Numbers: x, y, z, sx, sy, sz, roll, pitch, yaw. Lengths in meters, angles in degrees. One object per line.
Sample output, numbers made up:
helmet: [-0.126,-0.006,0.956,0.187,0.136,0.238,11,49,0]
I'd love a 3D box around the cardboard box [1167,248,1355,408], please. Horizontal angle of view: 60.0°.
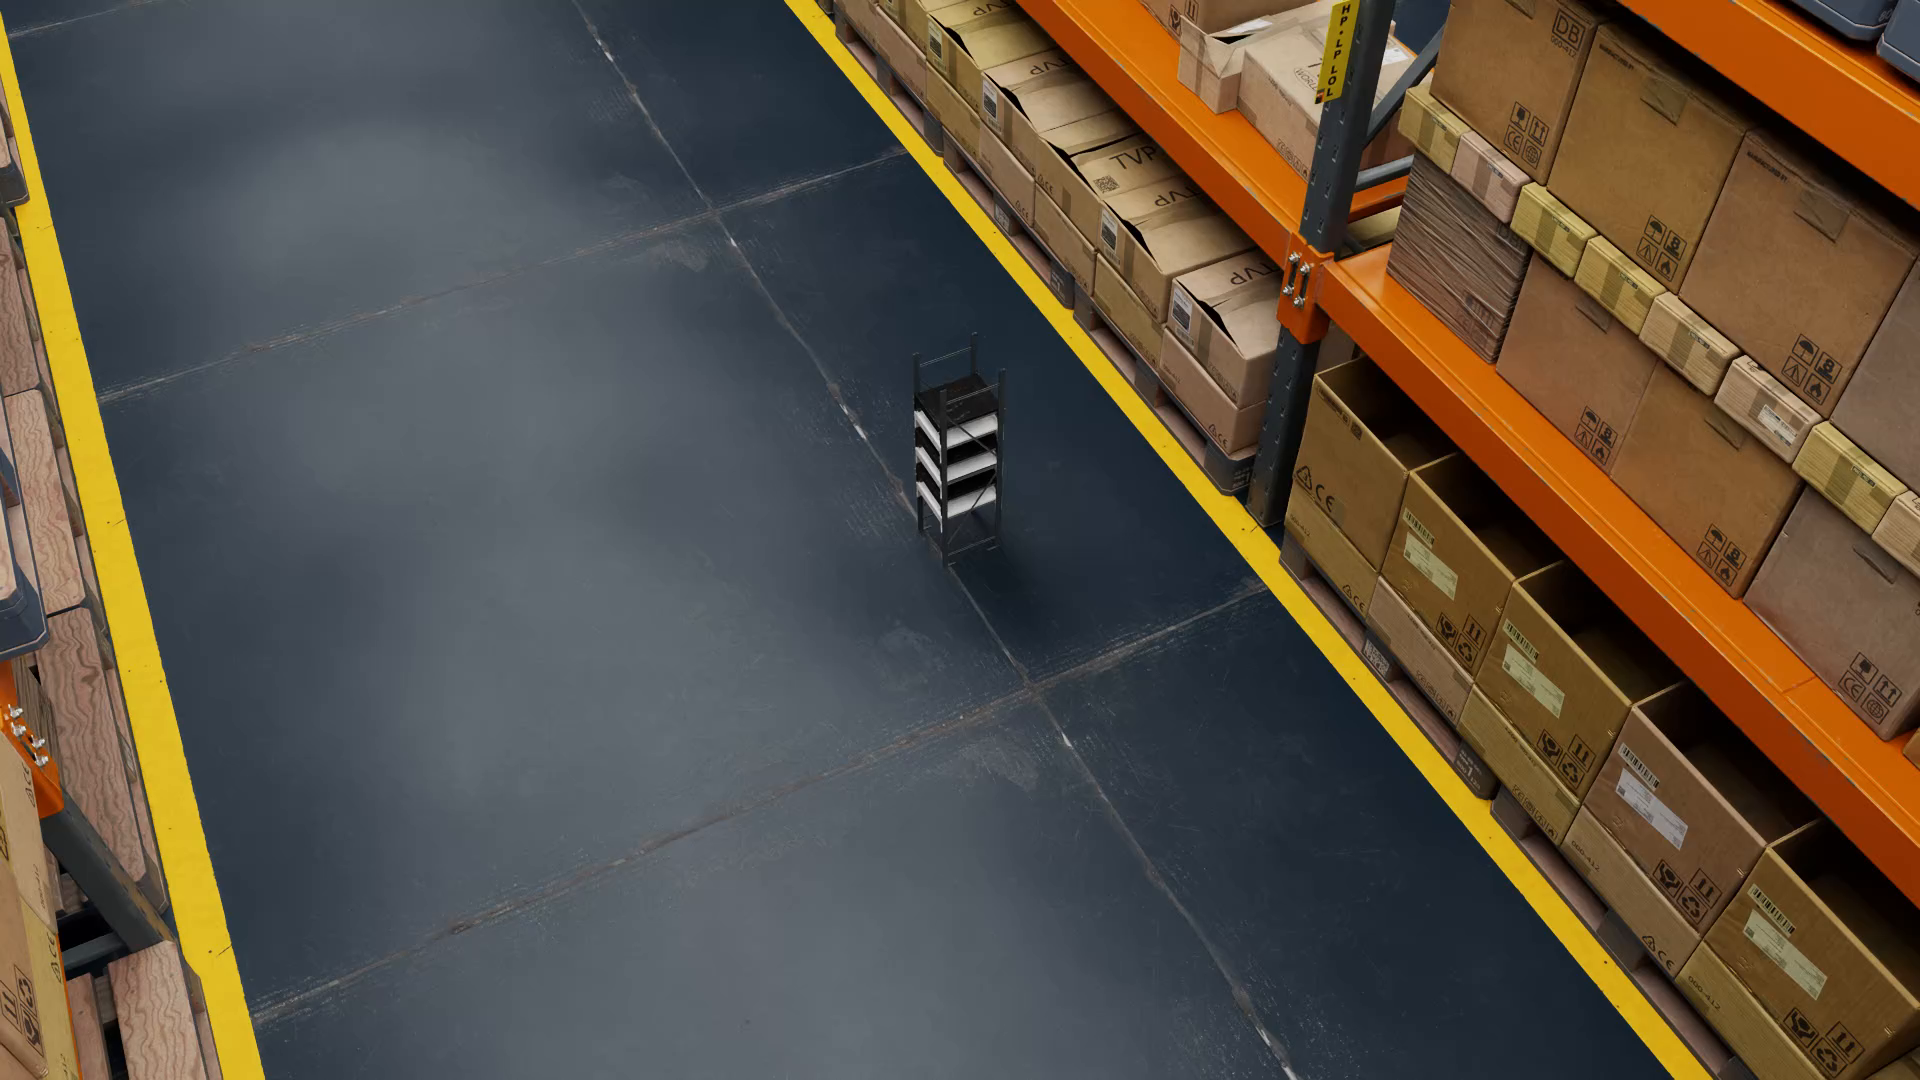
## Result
cardboard box: [1.121,-0.829,6.157,0.500,0.311,0.500,-21,52,-18]

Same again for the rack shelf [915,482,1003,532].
rack shelf: [-0.004,-0.161,6.077,0.258,0.077,0.200,-21,52,-18]

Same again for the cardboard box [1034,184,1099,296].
cardboard box: [0.649,-1.331,6.969,0.500,0.250,0.500,-20,52,-17]

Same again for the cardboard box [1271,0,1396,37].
cardboard box: [1.337,-1.819,6.015,0.380,0.149,0.250,-21,52,-18]

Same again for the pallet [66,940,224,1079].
pallet: [-2.503,1.825,4.513,1.003,0.211,1.213,-21,52,-18]

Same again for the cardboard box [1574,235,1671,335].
cardboard box: [1.867,-0.723,4.393,0.380,0.149,0.250,-22,52,-18]

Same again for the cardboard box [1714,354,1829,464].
cardboard box: [2.105,-0.377,4.090,0.380,0.149,0.250,-23,53,-19]

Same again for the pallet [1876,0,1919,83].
pallet: [2.528,-0.820,3.040,1.003,0.211,1.213,-21,52,-18]

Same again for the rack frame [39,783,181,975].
rack frame: [-2.842,0.470,3.846,1.000,3.000,0.127,-21,52,-18]

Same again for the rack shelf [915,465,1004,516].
rack shelf: [-0.004,-0.221,6.009,0.258,0.077,0.200,-21,52,-18]

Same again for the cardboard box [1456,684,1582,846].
cardboard box: [1.952,0.616,5.266,0.500,0.250,0.500,-21,52,-18]

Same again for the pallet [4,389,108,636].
pallet: [-3.762,0.050,6.066,1.003,0.211,1.213,-21,52,-18]

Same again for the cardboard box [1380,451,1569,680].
cardboard box: [1.730,0.032,5.279,0.500,0.500,0.500,-21,52,-18]

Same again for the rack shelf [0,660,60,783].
rack shelf: [-3.757,-0.632,5.288,1.077,0.370,4.000,-21,52,-18]

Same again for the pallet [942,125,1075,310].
pallet: [0.627,-1.618,7.525,1.003,0.211,1.213,-21,52,-18]

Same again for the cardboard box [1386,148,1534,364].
cardboard box: [1.769,-0.977,5.045,0.700,0.500,0.500,-22,53,-18]

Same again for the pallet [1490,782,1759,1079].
pallet: [2.450,1.044,5.197,1.003,0.211,1.213,-21,52,-18]

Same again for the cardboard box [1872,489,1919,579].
cardboard box: [2.335,-0.035,3.791,0.380,0.149,0.250,-22,52,-18]

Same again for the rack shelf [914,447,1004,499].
rack shelf: [-0.004,-0.280,5.941,0.258,0.077,0.200,-21,52,-18]

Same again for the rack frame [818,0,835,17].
rack frame: [-0.270,-3.916,7.682,1.000,3.000,0.127,-21,52,-18]

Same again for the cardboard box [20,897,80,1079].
cardboard box: [-2.135,1.062,3.415,0.500,0.250,0.500,-21,52,-17]

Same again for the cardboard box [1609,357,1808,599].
cardboard box: [2.243,-0.289,4.443,0.700,0.500,0.500,-20,52,-17]

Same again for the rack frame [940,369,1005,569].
rack frame: [0.043,-0.234,5.857,0.240,0.900,0.006,-21,52,-18]

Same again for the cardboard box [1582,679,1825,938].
cardboard box: [2.183,0.703,4.692,0.500,0.500,0.500,-21,52,-18]

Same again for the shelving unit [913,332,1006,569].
shelving unit: [-0.004,-0.302,5.916,0.258,0.900,0.210,-21,52,-18]

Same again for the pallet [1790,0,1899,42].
pallet: [1.974,-1.635,3.753,1.003,0.211,1.213,-21,52,-18]

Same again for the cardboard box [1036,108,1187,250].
cardboard box: [0.651,-1.509,6.753,0.500,0.311,0.500,-21,52,-18]

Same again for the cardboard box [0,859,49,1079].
cardboard box: [-2.117,0.808,3.139,0.500,0.500,0.500,-21,52,-18]

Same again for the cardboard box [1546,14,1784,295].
cardboard box: [2.002,-1.066,4.261,0.700,0.500,0.500,-21,52,-18]

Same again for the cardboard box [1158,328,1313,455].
cardboard box: [1.113,-0.649,6.373,0.500,0.250,0.500,-22,52,-18]

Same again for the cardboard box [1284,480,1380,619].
cardboard box: [1.503,-0.057,5.855,0.500,0.250,0.500,-21,52,-18]

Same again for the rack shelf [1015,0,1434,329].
rack shelf: [0.646,-2.340,6.782,1.077,0.370,4.000,-21,52,-18]

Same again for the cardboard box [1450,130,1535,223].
cardboard box: [1.627,-1.071,4.696,0.380,0.149,0.250,-20,52,-17]

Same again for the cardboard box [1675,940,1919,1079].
cardboard box: [2.413,1.284,4.682,0.500,0.250,0.500,-21,52,-18]

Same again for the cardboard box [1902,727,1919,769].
cardboard box: [2.722,0.405,3.837,0.700,0.500,0.500,-21,52,-17]

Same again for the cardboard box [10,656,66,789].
cardboard box: [-3.194,0.661,5.047,0.700,0.500,0.500,-20,52,-16]

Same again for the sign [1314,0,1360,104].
sign: [1.083,-1.400,4.765,0.100,0.325,0.005,-21,52,-18]

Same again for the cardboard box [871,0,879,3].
cardboard box: [-0.291,-2.882,7.953,0.500,0.311,0.500,-20,52,-16]

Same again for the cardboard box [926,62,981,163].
cardboard box: [0.183,-2.015,7.567,0.500,0.250,0.500,-22,53,-18]

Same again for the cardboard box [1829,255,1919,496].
cardboard box: [2.458,-0.396,3.675,0.700,0.500,0.500,-21,52,-17]

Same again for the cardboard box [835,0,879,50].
cardboard box: [-0.291,-2.697,8.164,0.500,0.250,0.500,-21,52,-18]

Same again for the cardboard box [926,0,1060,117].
cardboard box: [0.188,-2.191,7.349,0.500,0.311,0.500,-22,53,-18]

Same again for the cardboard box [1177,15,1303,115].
cardboard box: [0.995,-1.720,5.850,0.396,0.266,0.258,-22,52,-18]
